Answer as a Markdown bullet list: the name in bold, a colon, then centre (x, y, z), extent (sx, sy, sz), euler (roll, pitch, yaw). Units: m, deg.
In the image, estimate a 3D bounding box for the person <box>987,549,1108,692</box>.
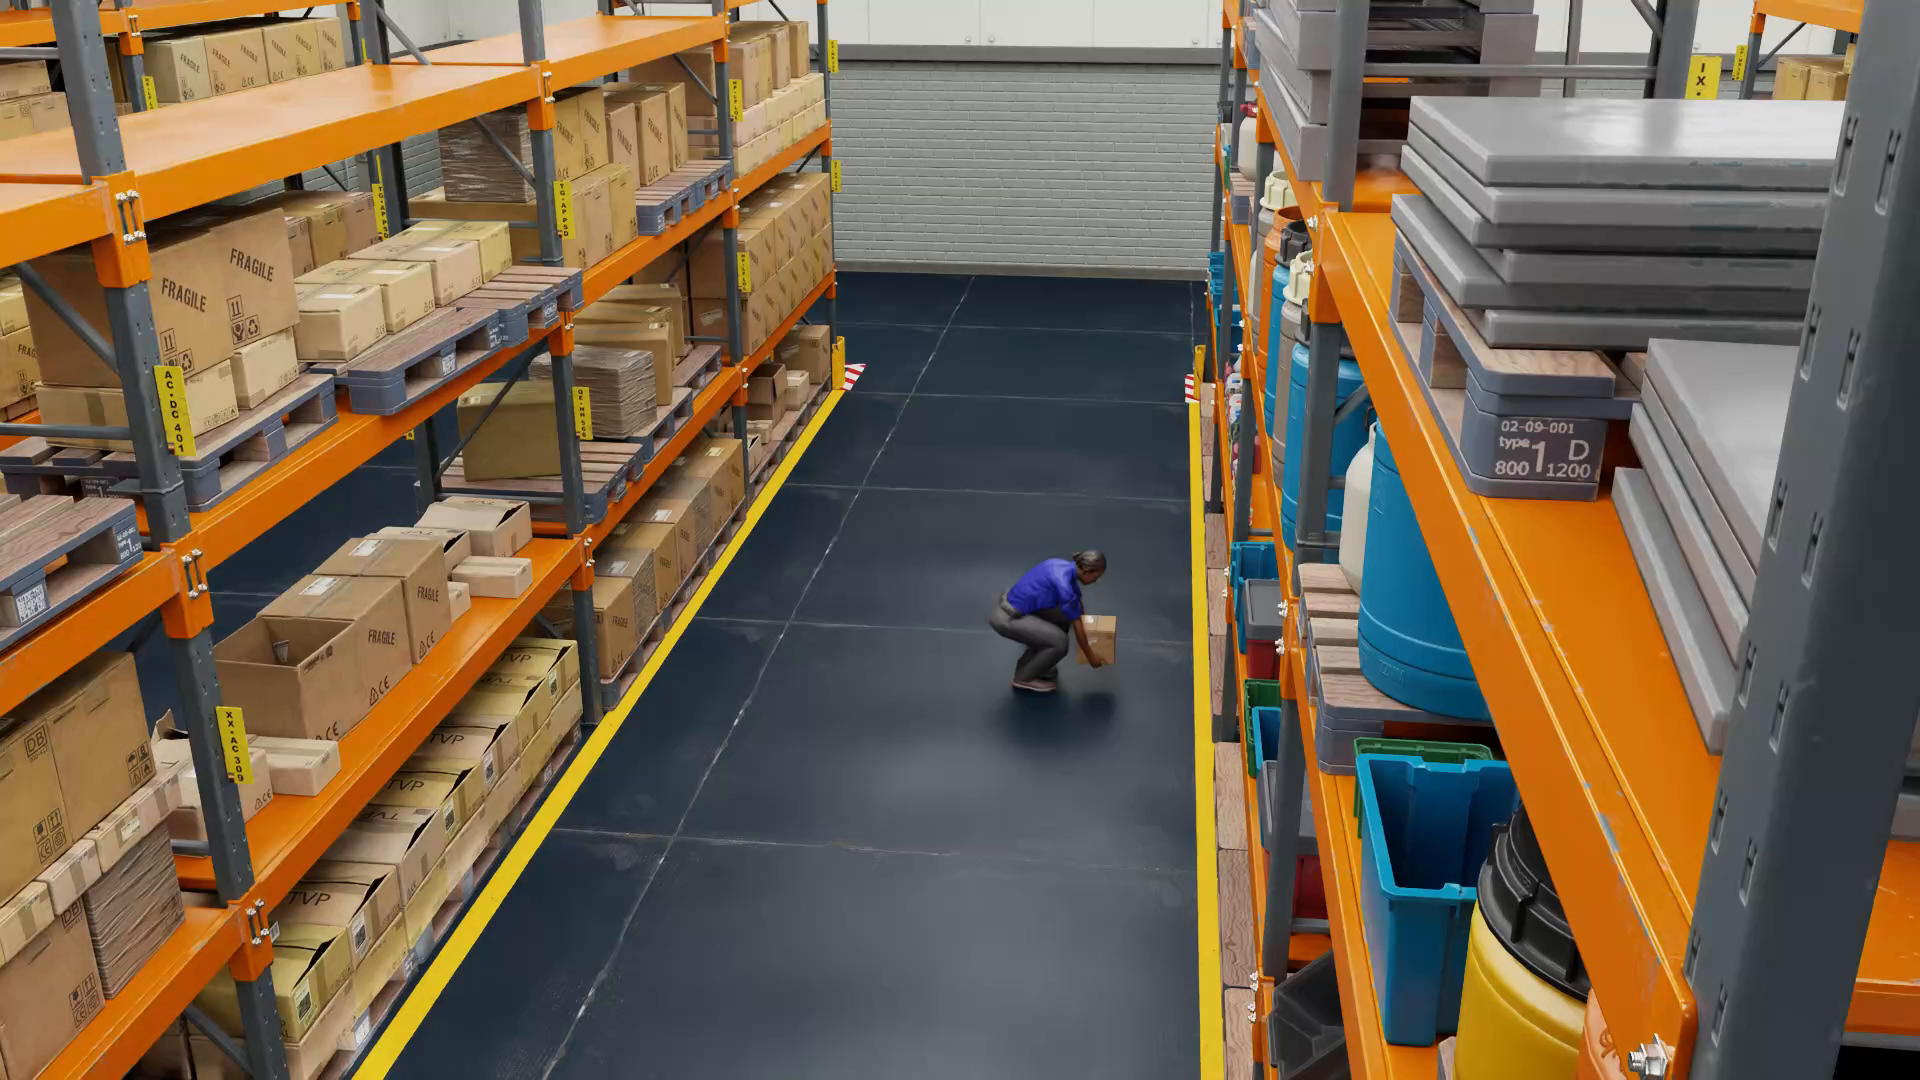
- **person**: centre (0.598, 0.523, 11.132), extent (0.820, 0.955, 0.453), euler (2, 21, 5)
